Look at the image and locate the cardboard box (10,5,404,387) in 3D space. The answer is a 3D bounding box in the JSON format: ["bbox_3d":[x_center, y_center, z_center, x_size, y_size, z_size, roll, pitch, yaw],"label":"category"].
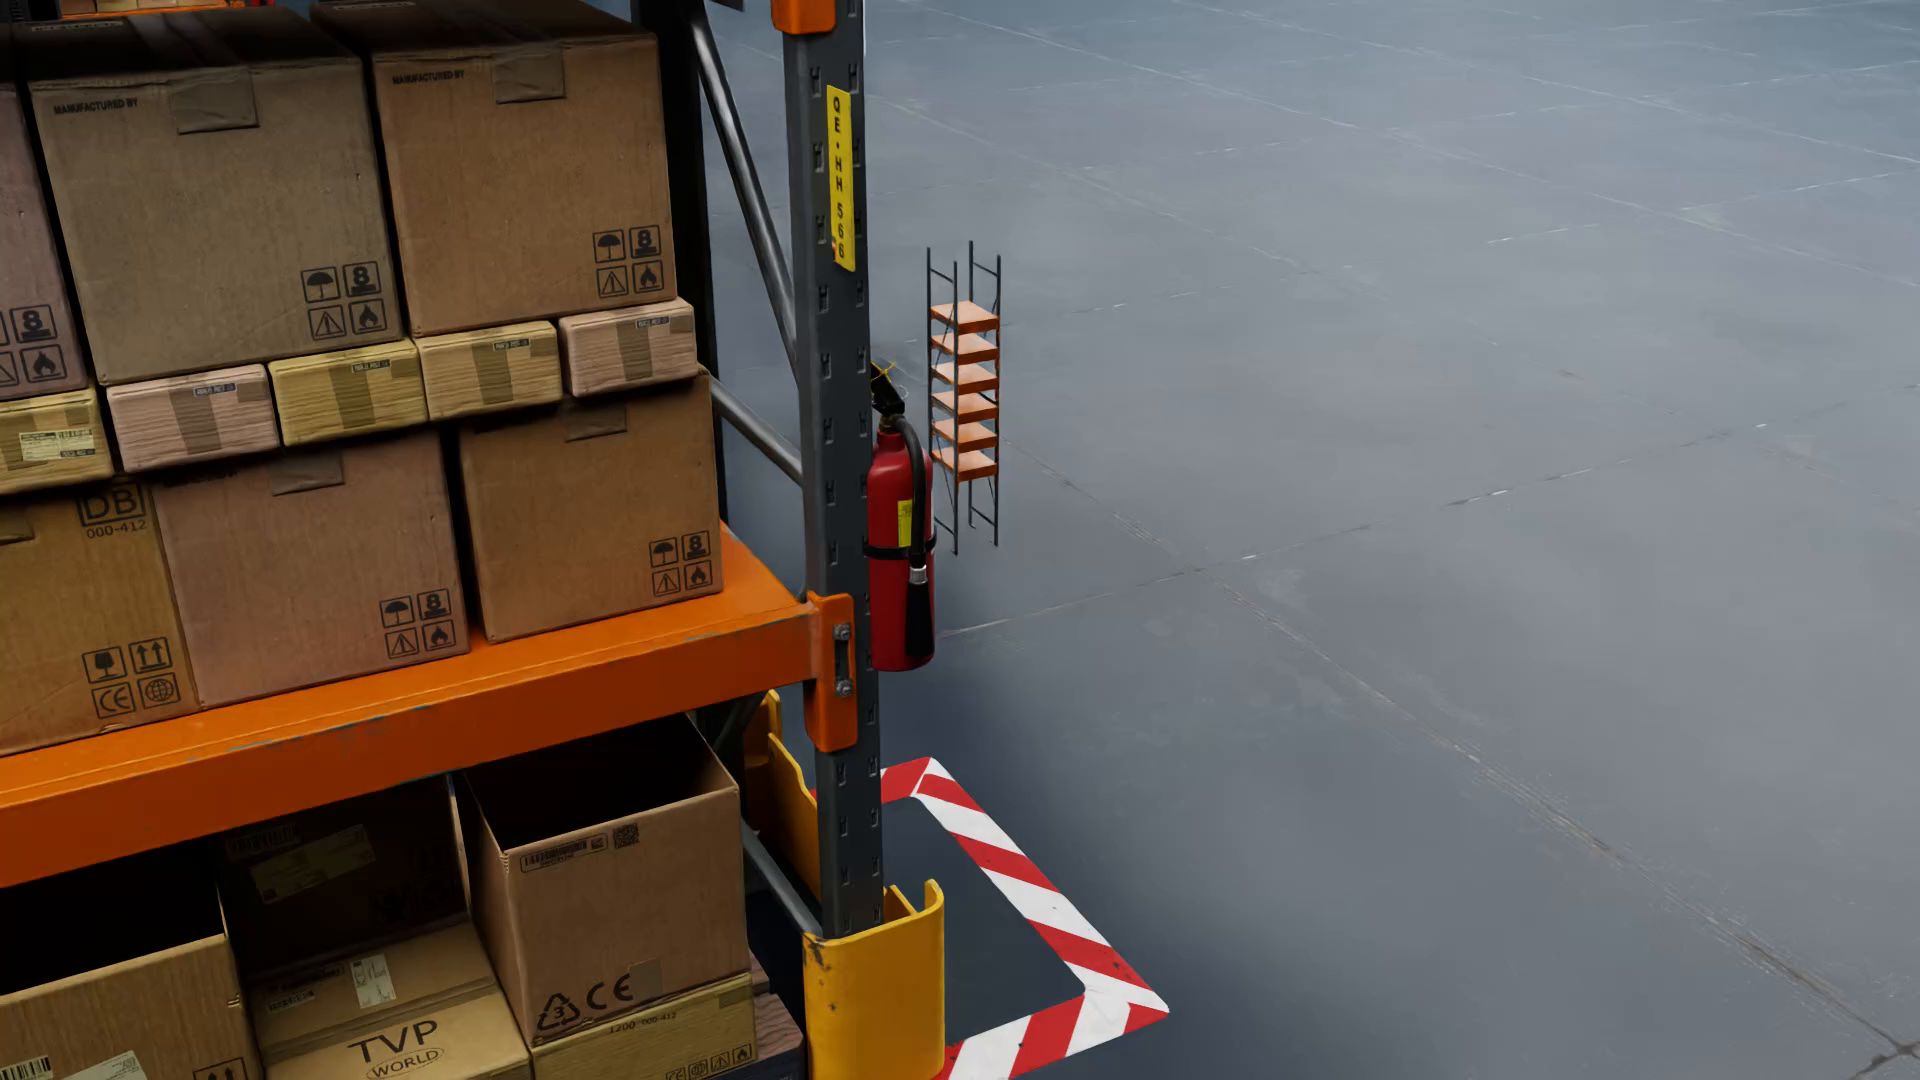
[{"bbox_3d":[-1.388,-0.662,3.049,0.500,0.500,0.700,-14,29,-26],"label":"cardboard box"}]

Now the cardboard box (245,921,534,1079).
[{"bbox_3d":[-1.232,1.136,3.609,0.500,0.250,0.500,-13,29,-25],"label":"cardboard box"}]

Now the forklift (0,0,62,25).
[{"bbox_3d":[-3.463,-0.850,5.133,3.031,2.935,1.130,-8,27,-16],"label":"forklift"}]

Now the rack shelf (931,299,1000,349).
[{"bbox_3d":[0.013,-0.828,6.360,0.180,0.103,0.258,-13,29,-25],"label":"rack shelf"}]

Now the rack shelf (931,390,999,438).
[{"bbox_3d":[0.013,-0.504,6.516,0.180,0.103,0.258,-13,29,-25],"label":"rack shelf"}]

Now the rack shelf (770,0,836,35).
[{"bbox_3d":[-2.227,-0.863,2.447,4.000,0.370,1.077,-13,29,-25],"label":"rack shelf"}]

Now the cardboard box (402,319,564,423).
[{"bbox_3d":[-0.940,-0.375,3.201,0.250,0.149,0.380,-12,28,-24],"label":"cardboard box"}]

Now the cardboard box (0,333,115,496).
[{"bbox_3d":[-1.620,-0.219,2.876,0.250,0.149,0.380,-12,28,-24],"label":"cardboard box"}]

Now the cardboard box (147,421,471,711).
[{"bbox_3d":[-1.341,-0.088,3.353,0.500,0.500,0.700,-12,28,-24],"label":"cardboard box"}]

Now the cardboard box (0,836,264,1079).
[{"bbox_3d":[-1.671,0.902,3.231,0.500,0.500,0.500,-13,29,-25],"label":"cardboard box"}]

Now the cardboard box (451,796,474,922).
[{"bbox_3d":[-1.040,0.832,4.243,0.500,0.250,0.500,-13,29,-25],"label":"cardboard box"}]

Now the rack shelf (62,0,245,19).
[{"bbox_3d":[-6.885,-3.295,10.978,4.000,0.370,1.077,-13,29,-25],"label":"rack shelf"}]

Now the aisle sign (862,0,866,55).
[{"bbox_3d":[-0.266,-1.315,3.020,0.004,0.787,0.394,-13,29,-25],"label":"aisle sign"}]

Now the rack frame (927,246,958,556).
[{"bbox_3d":[-0.068,-0.525,6.458,0.006,1.200,0.240,-13,29,-25],"label":"rack frame"}]

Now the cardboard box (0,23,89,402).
[{"bbox_3d":[-1.833,-0.559,2.834,0.500,0.500,0.700,-13,28,-25],"label":"cardboard box"}]

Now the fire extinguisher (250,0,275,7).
[{"bbox_3d":[-4.803,-3.839,11.369,0.183,0.674,0.296,-13,29,-25],"label":"fire extinguisher"}]

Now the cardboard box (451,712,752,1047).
[{"bbox_3d":[-0.795,0.693,3.667,0.500,0.500,0.500,-13,29,-25],"label":"cardboard box"}]

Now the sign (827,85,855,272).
[{"bbox_3d":[-0.219,-0.661,3.049,0.005,0.325,0.100,-13,29,-25],"label":"sign"}]

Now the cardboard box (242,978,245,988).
[{"bbox_3d":[-1.921,1.037,3.816,0.500,0.250,0.500,-13,29,-25],"label":"cardboard box"}]

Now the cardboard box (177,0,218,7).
[{"bbox_3d":[-5.275,-3.776,11.440,0.250,0.149,0.380,-13,29,-25],"label":"cardboard box"}]

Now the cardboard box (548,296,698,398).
[{"bbox_3d":[-0.710,-0.429,3.313,0.250,0.149,0.380,-14,29,-26],"label":"cardboard box"}]

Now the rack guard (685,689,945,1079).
[{"bbox_3d":[-0.441,0.880,4.340,0.348,0.500,1.175,-13,29,-25],"label":"rack guard"}]

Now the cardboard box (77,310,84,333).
[{"bbox_3d":[-1.820,-0.371,3.192,0.250,0.149,0.380,-14,29,-27],"label":"cardboard box"}]

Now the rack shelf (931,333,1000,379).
[{"bbox_3d":[0.013,-0.720,6.412,0.180,0.103,0.258,-13,29,-25],"label":"rack shelf"}]

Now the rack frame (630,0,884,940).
[{"bbox_3d":[-0.462,-0.242,3.789,0.127,3.000,1.000,-13,29,-25],"label":"rack frame"}]

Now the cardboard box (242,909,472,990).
[{"bbox_3d":[-1.480,0.936,4.028,0.500,0.250,0.500,-13,29,-25],"label":"cardboard box"}]

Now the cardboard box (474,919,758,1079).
[{"bbox_3d":[-0.796,1.030,3.831,0.500,0.250,0.500,-13,29,-25],"label":"cardboard box"}]

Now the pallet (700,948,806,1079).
[{"bbox_3d":[-1.117,1.187,4.035,1.213,0.211,1.003,-13,29,-25],"label":"pallet"}]

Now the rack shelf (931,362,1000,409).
[{"bbox_3d":[0.013,-0.612,6.464,0.180,0.103,0.258,-13,29,-25],"label":"rack shelf"}]

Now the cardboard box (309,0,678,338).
[{"bbox_3d":[-0.927,-0.771,3.276,0.500,0.500,0.700,-13,29,-25],"label":"cardboard box"}]

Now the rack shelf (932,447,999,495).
[{"bbox_3d":[0.013,-0.287,6.620,0.180,0.103,0.258,-13,29,-25],"label":"rack shelf"}]

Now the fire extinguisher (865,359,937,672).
[{"bbox_3d":[-0.139,-0.054,3.486,0.183,0.674,0.296,-13,29,-25],"label":"fire extinguisher"}]

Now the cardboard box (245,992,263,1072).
[{"bbox_3d":[-1.672,1.239,3.395,0.500,0.250,0.500,-13,29,-25],"label":"cardboard box"}]

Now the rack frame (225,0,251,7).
[{"bbox_3d":[-5.121,-4.026,11.670,0.127,3.000,1.000,-13,29,-25],"label":"rack frame"}]

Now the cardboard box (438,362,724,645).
[{"bbox_3d":[-0.880,-0.197,3.579,0.500,0.500,0.700,-13,29,-25],"label":"cardboard box"}]

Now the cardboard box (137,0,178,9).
[{"bbox_3d":[-5.496,-3.725,11.334,0.250,0.149,0.380,-13,29,-25],"label":"cardboard box"}]

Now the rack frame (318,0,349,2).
[{"bbox_3d":[-2.790,-2.135,7.730,0.127,3.000,1.000,-13,29,-25],"label":"rack frame"}]

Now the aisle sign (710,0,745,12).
[{"bbox_3d":[-0.548,-1.544,3.498,0.004,0.787,0.394,-13,29,-25],"label":"aisle sign"}]

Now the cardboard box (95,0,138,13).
[{"bbox_3d":[-5.692,-3.655,11.187,0.250,0.149,0.380,-13,29,-25],"label":"cardboard box"}]

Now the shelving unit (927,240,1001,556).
[{"bbox_3d":[0.013,-0.544,6.496,0.189,1.200,0.258,-13,29,-25],"label":"shelving unit"}]

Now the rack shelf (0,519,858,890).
[{"bbox_3d":[-2.227,0.489,3.096,4.000,0.370,1.077,-13,29,-25],"label":"rack shelf"}]

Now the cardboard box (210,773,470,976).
[{"bbox_3d":[-1.480,0.597,3.867,0.500,0.500,0.500,-13,29,-25],"label":"cardboard box"}]

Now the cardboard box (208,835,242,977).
[{"bbox_3d":[-1.916,0.704,3.644,0.500,0.500,0.500,-13,29,-25],"label":"cardboard box"}]

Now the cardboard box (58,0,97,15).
[{"bbox_3d":[-5.920,-3.610,11.093,0.250,0.149,0.380,-13,29,-25],"label":"cardboard box"}]

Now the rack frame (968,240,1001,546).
[{"bbox_3d":[0.093,-0.562,6.535,0.006,1.200,0.240,-13,29,-25],"label":"rack frame"}]

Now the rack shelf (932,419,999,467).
[{"bbox_3d":[0.013,-0.396,6.568,0.180,0.103,0.258,-13,29,-25],"label":"rack shelf"}]

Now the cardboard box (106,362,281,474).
[{"bbox_3d":[-1.389,-0.273,2.987,0.250,0.149,0.380,-13,28,-24],"label":"cardboard box"}]

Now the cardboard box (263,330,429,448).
[{"bbox_3d":[-1.166,-0.323,3.092,0.250,0.149,0.380,-13,29,-26],"label":"cardboard box"}]

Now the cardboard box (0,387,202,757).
[{"bbox_3d":[-1.782,0.011,3.147,0.500,0.500,0.700,-13,28,-25],"label":"cardboard box"}]
